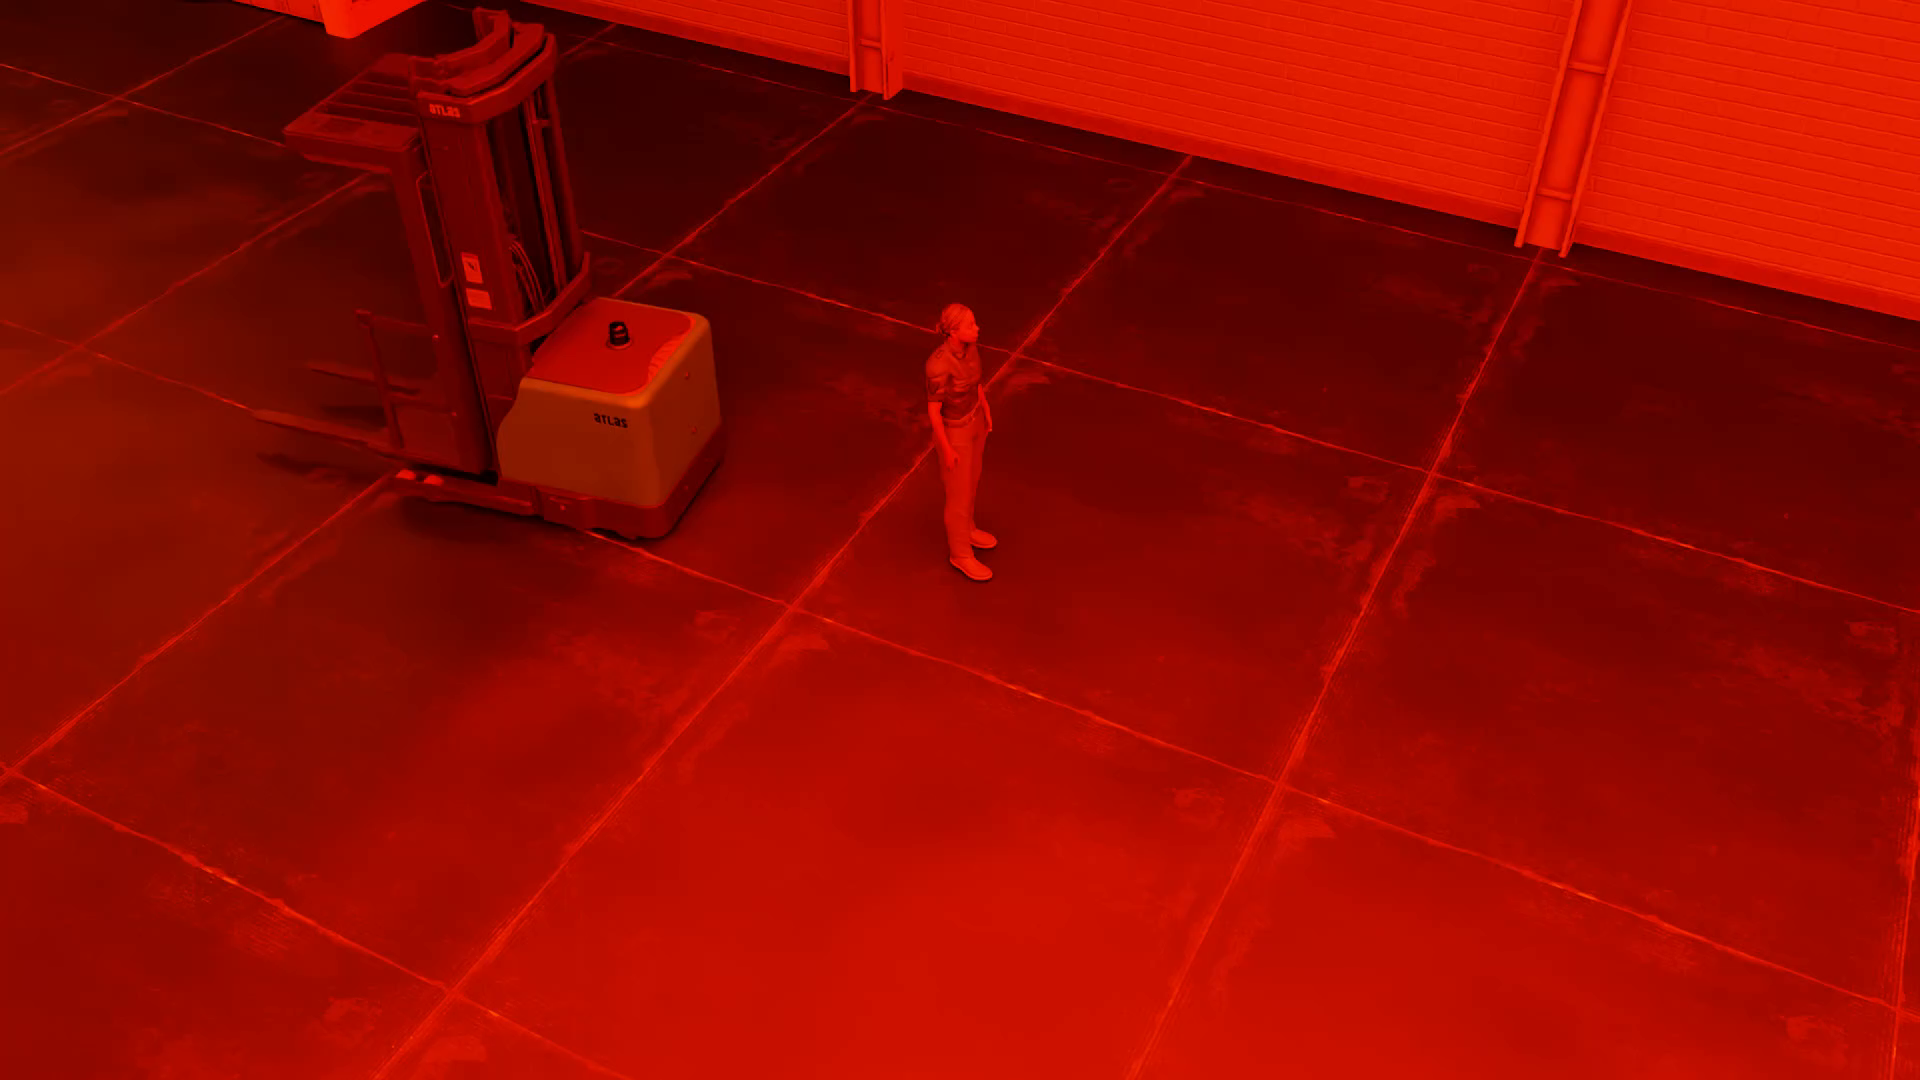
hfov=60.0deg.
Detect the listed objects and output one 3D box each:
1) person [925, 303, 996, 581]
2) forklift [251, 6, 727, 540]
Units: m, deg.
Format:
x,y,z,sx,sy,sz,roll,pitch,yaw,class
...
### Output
x,y,z,sx,sy,sz,roll,pitch,yaw,class
0.069,-0.601,9.679,0.503,1.656,0.569,18,43,21,person
-3.099,-1.674,9.975,3.031,2.935,1.130,11,41,13,forklift
